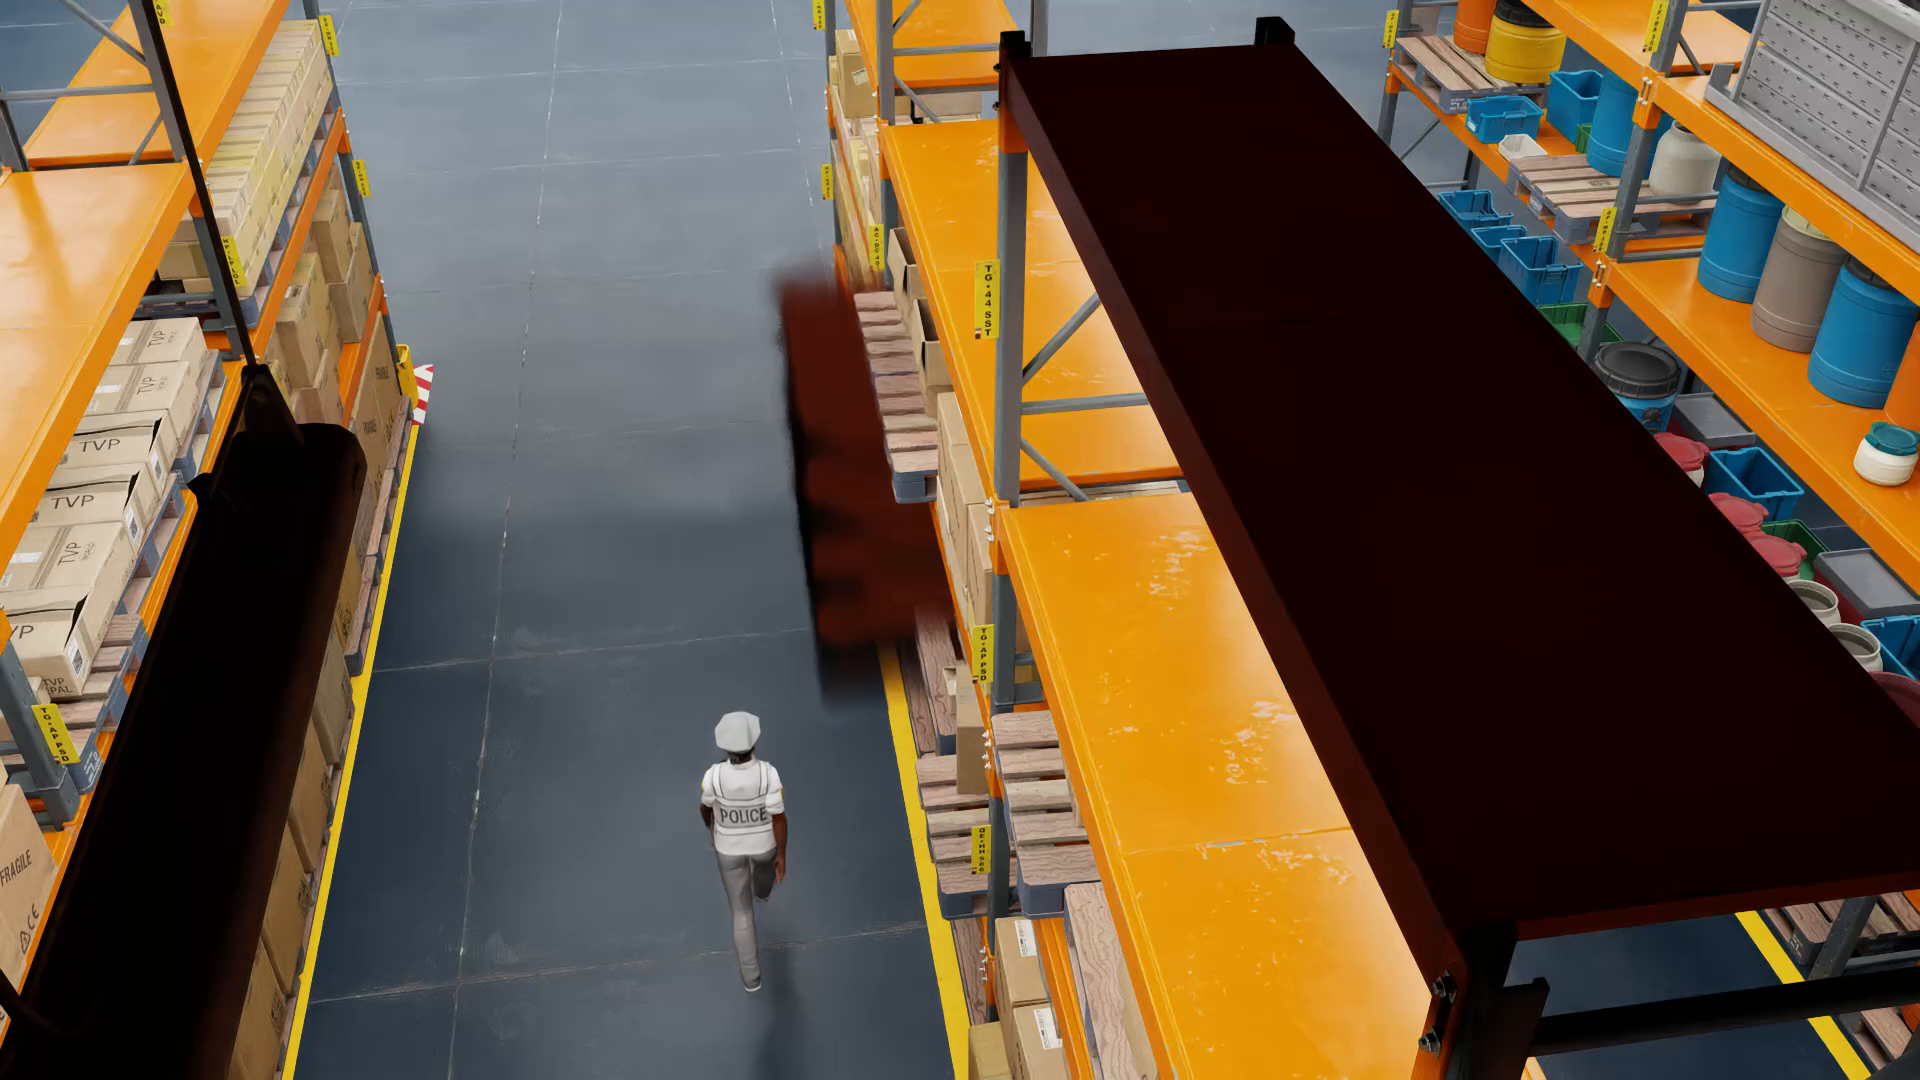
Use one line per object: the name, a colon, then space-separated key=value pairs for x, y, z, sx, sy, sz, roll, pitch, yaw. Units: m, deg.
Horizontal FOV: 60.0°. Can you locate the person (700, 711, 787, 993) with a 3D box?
person: x=-1.205 y=1.654 z=9.329 sx=0.466 sy=1.620 sz=1.008 roll=-7 pitch=37 yaw=-9
